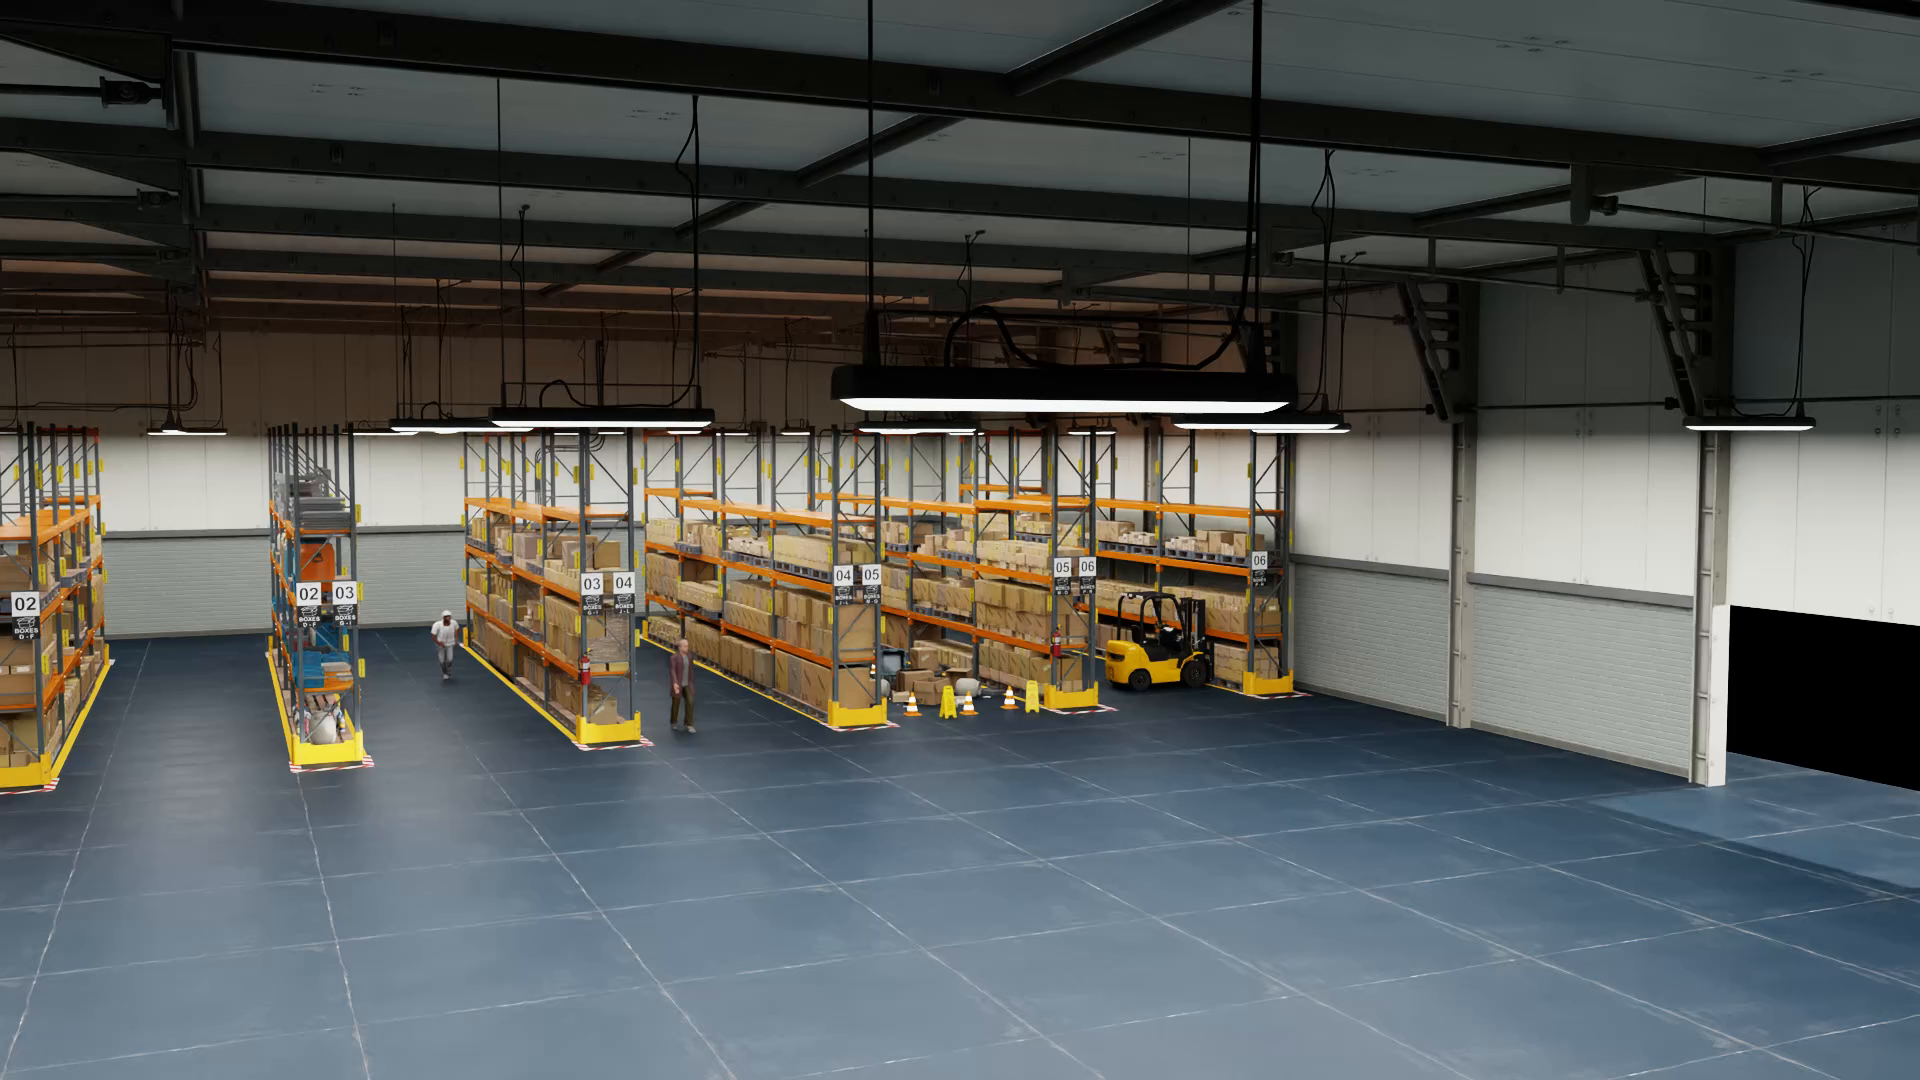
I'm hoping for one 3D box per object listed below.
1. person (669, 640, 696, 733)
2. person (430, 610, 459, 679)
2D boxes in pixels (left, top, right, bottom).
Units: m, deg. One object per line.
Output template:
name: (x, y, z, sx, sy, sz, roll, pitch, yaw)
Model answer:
person: (-5.431, 2.869, 32.574, 0.614, 1.784, 0.721, -3, 4, -37)
person: (-12.212, 2.481, 39.440, 0.644, 1.667, 0.703, -1, 4, -16)
